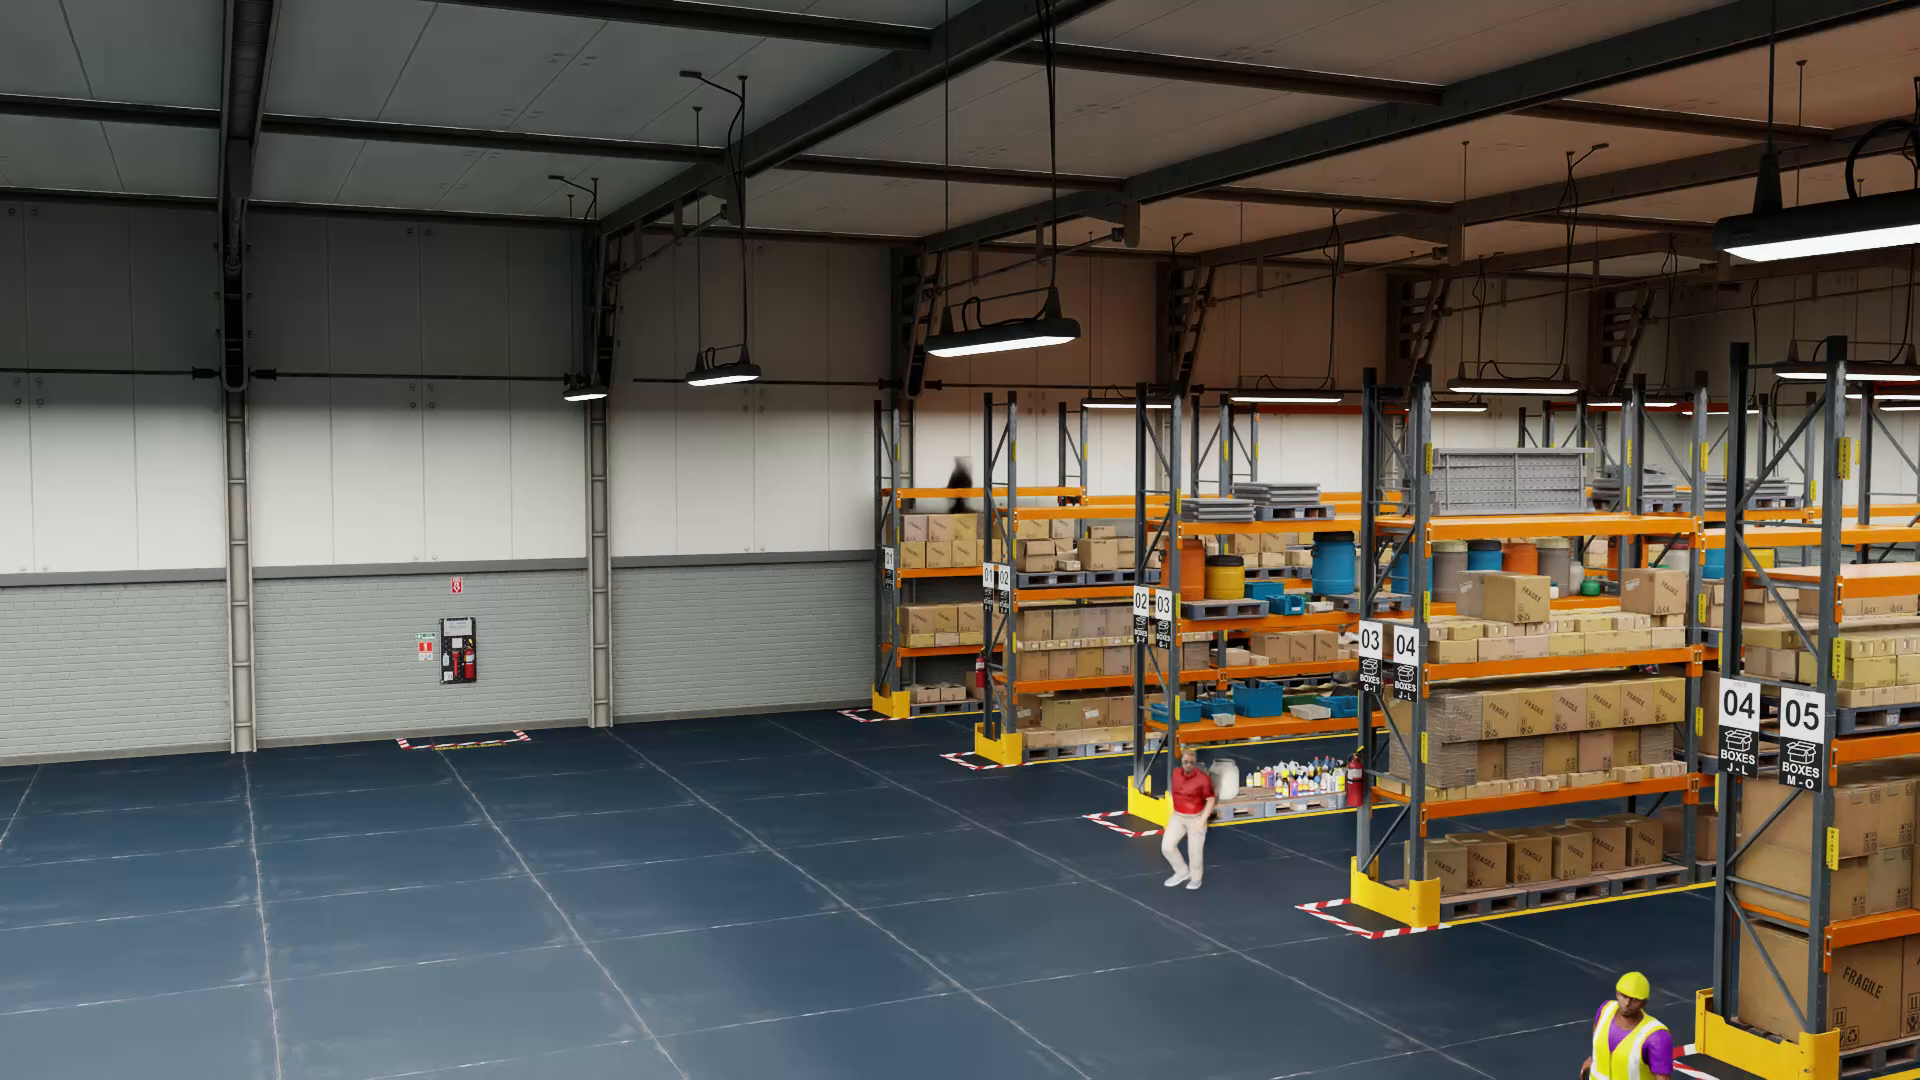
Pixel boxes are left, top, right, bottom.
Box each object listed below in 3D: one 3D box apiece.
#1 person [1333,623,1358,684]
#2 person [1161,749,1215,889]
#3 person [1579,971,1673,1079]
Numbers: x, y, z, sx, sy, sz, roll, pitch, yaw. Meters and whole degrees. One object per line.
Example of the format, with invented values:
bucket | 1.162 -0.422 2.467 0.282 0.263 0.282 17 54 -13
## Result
person | 7.602 2.413 32.835 0.729 1.699 0.645 -3 4 -42
person | 2.644 3.207 19.045 0.639 1.669 0.750 2 4 29
person | 4.305 3.641 10.907 0.806 1.712 0.766 -3 5 -45
